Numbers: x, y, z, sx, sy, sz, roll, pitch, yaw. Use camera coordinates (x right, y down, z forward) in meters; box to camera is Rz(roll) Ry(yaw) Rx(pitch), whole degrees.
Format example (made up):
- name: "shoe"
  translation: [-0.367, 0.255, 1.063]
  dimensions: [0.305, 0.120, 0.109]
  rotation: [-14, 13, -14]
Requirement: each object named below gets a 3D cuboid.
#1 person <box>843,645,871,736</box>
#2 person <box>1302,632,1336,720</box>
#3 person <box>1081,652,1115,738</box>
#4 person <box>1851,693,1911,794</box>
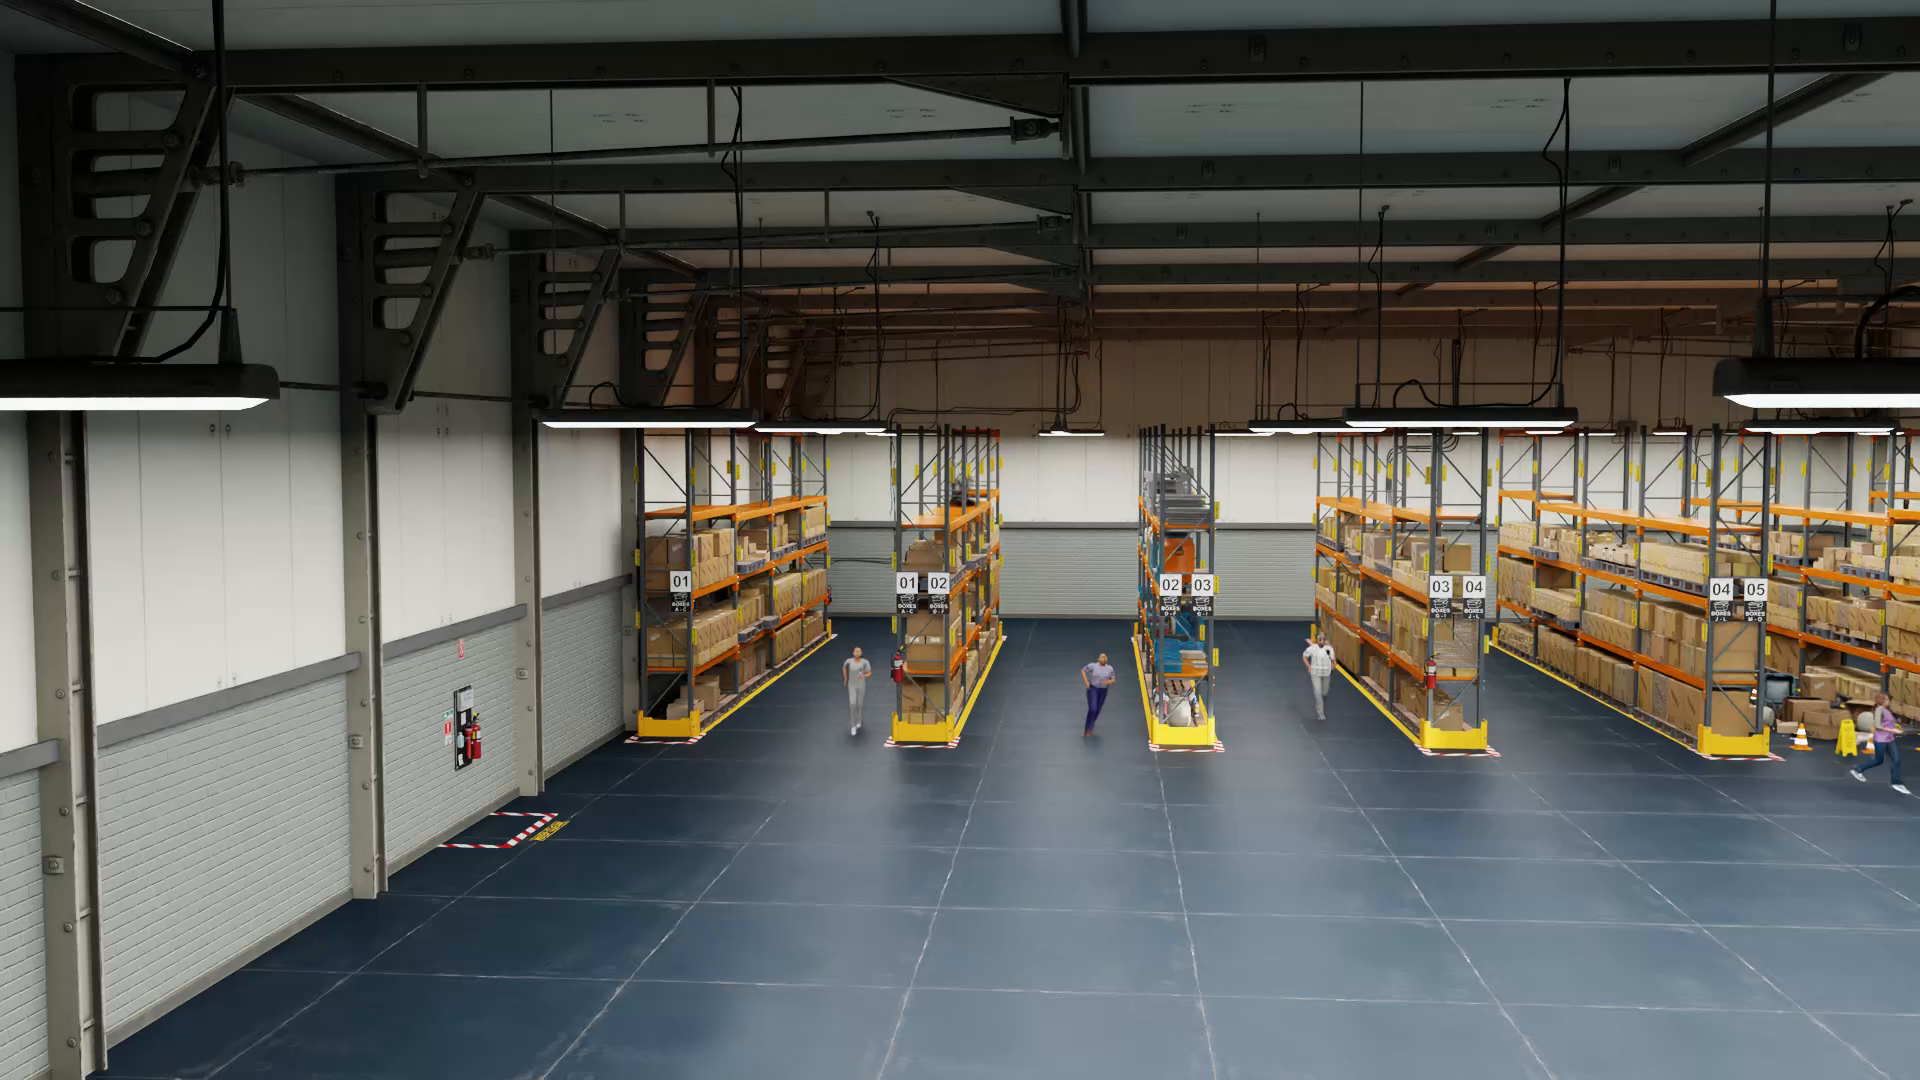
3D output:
- name: "person"
  translation: [-2.004, 2.900, 32.438]
  dimensions: [0.550, 1.711, 0.798]
  rotation: [0, 3, -5]
- name: "person"
  translation: [7.411, 2.770, 34.230]
  dimensions: [0.663, 1.785, 0.903]
  rotation: [0, 3, -2]
- name: "person"
  translation: [2.657, 2.986, 32.076]
  dimensions: [0.627, 1.668, 0.661]
  rotation: [-1, 4, -15]
- name: "person"
  translation: [15.035, 3.288, 27.109]
  dimensions: [0.553, 1.581, 0.884]
  rotation: [-3, 5, -40]
